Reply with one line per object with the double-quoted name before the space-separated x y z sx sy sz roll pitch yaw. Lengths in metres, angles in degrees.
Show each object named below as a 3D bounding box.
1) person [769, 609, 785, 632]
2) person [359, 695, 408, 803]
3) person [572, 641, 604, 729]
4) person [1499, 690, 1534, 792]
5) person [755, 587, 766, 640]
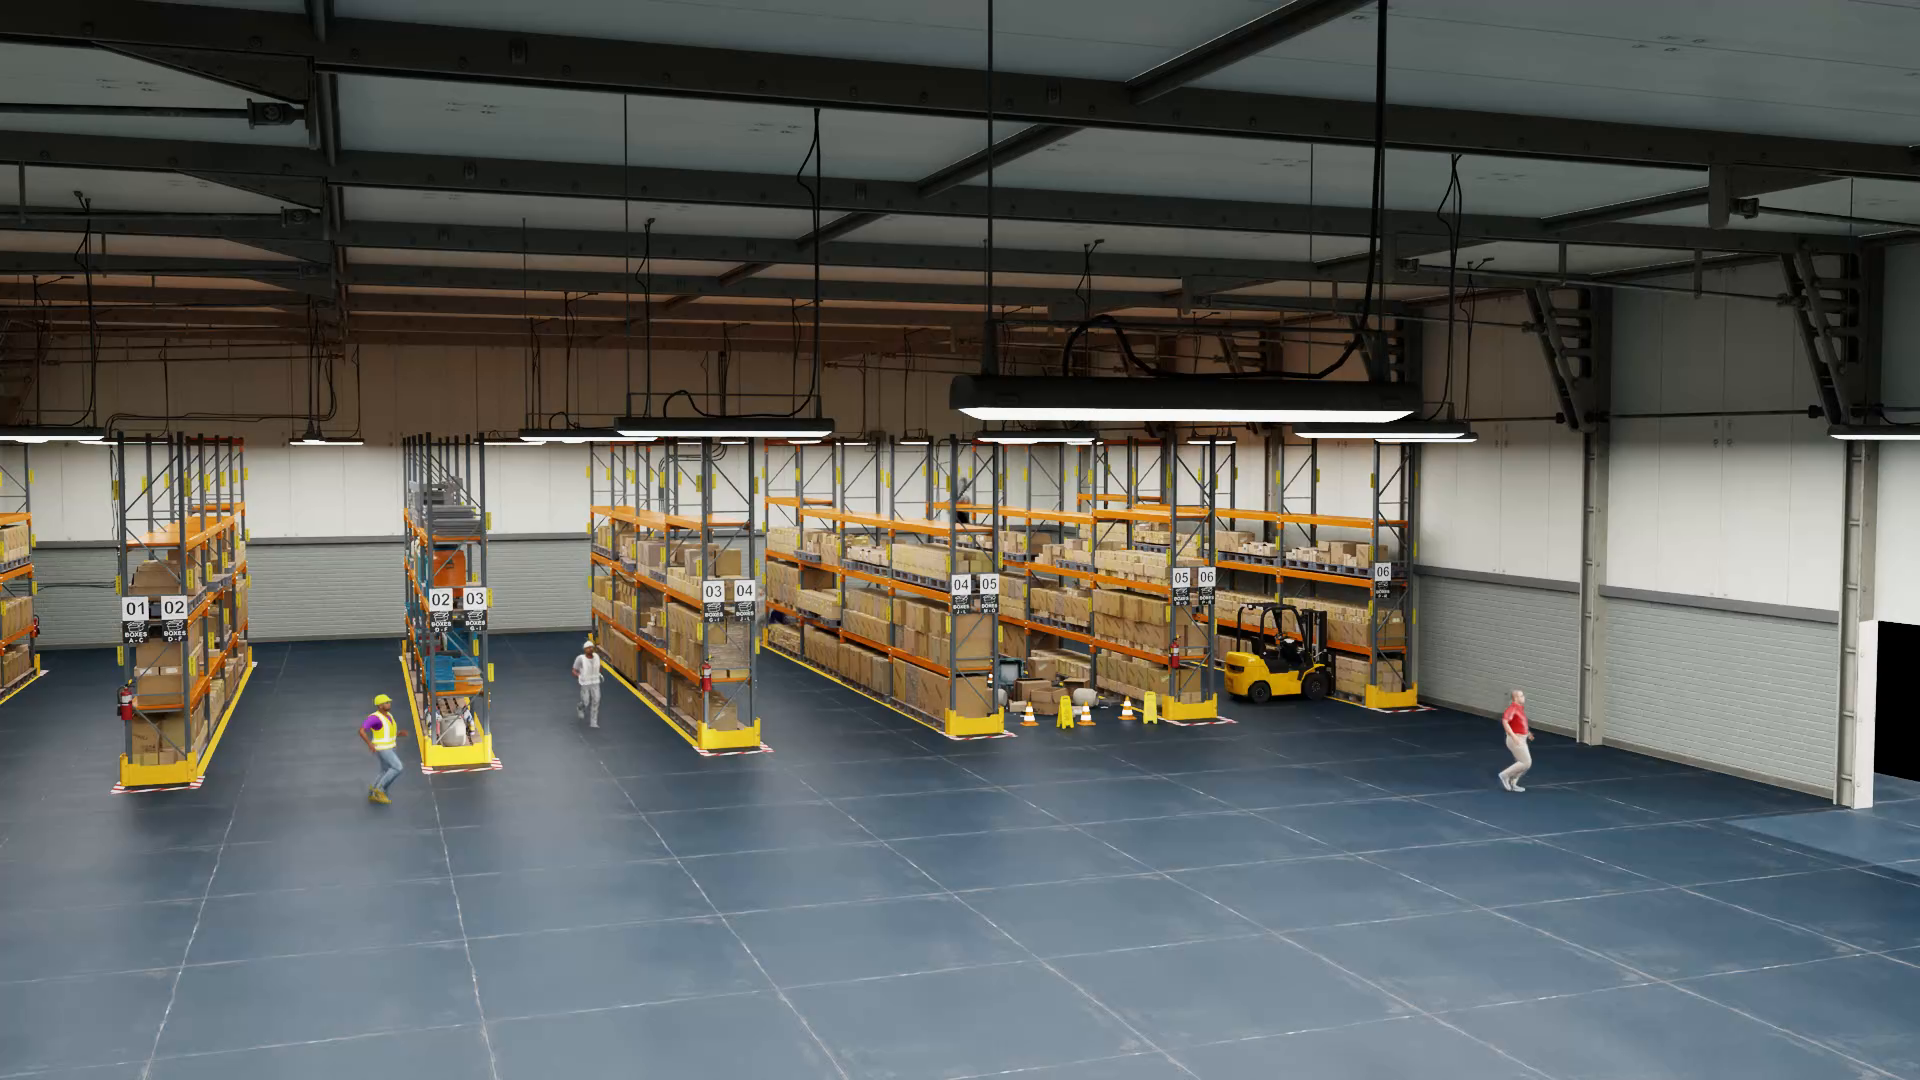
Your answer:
"person" -5.396 2.217 49.539 0.885 1.563 0.627 -1 3 -24
"person" -9.220 3.353 26.746 0.668 1.734 0.687 0 3 3
"person" -7.619 2.956 34.140 0.681 1.769 0.888 -2 4 -33
"person" 9.259 3.345 27.661 0.526 1.690 0.668 2 4 27
"person" -5.862 2.179 49.428 0.560 1.604 0.620 -1 3 -24
